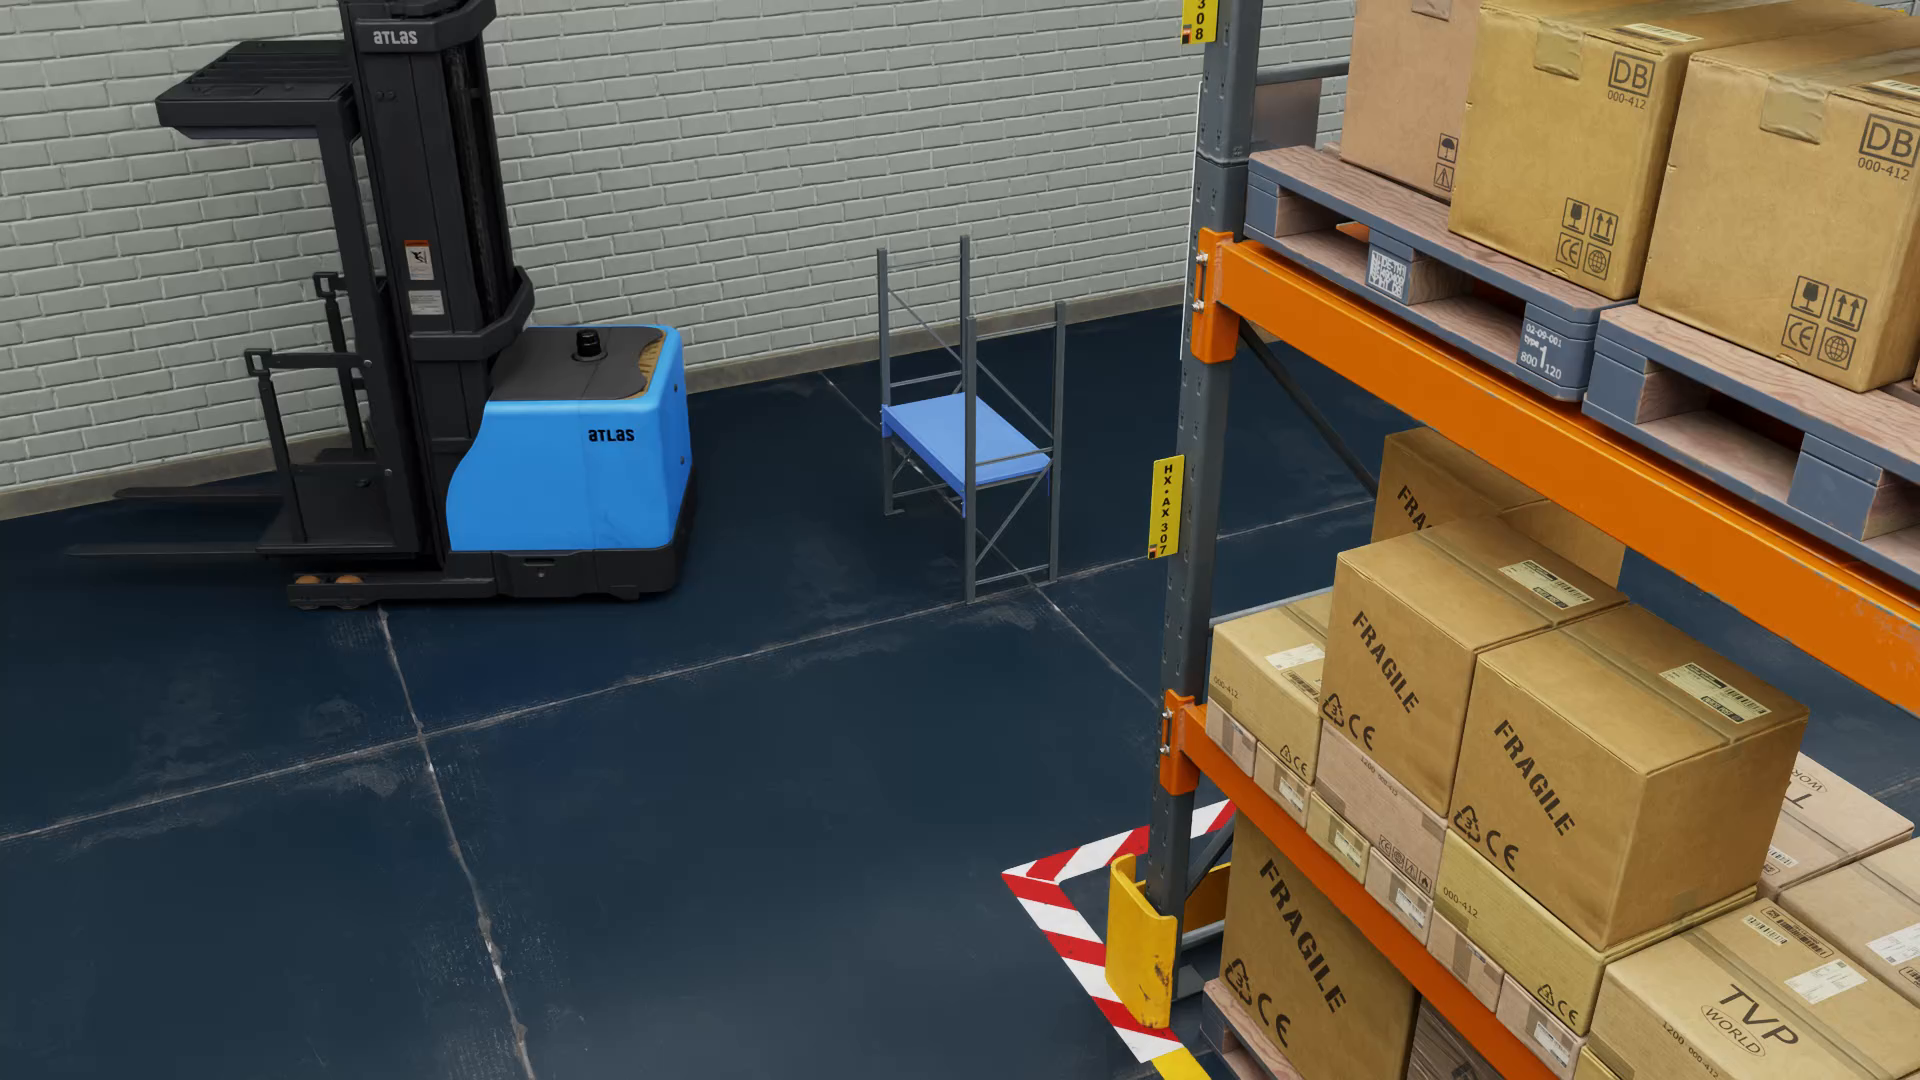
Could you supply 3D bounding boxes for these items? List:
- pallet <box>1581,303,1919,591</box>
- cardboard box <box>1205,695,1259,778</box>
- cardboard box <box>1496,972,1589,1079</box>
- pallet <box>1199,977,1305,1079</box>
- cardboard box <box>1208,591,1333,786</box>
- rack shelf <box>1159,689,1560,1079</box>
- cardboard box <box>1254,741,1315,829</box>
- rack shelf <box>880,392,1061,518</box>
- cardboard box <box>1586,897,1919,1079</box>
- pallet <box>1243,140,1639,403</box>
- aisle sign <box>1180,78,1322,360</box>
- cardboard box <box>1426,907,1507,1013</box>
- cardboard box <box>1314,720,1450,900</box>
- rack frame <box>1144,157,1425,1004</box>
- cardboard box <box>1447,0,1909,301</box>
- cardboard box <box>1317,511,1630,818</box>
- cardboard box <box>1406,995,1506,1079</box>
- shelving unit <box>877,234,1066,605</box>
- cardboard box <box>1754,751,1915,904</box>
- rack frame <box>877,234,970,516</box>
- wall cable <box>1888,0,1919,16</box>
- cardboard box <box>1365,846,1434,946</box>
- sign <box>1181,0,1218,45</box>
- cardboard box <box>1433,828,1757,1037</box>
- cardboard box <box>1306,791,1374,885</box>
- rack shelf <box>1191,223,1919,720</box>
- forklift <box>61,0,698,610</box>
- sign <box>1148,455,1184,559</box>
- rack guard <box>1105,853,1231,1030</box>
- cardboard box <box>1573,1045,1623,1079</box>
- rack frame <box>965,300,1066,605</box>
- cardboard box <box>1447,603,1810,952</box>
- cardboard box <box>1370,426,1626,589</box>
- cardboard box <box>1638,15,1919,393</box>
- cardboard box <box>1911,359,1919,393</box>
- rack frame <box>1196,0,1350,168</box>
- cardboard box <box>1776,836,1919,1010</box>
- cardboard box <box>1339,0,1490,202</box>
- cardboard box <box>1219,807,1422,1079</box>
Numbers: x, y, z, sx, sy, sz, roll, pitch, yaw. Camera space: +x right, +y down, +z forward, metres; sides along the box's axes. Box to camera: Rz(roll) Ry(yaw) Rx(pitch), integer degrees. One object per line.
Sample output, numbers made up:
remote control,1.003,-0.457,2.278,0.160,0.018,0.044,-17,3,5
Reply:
pallet,1.965,-0.201,3.065,1.003,0.211,1.213,-13,32,-22
cardboard box,0.963,0.539,4.978,0.380,0.149,0.250,-13,32,-21
cardboard box,1.518,1.107,3.966,0.380,0.149,0.250,-13,32,-23
pallet,1.523,1.757,5.401,1.003,0.211,1.213,-13,32,-22
cardboard box,1.071,0.408,4.805,0.500,0.250,0.500,-14,32,-23
rack shelf,1.968,1.401,3.920,1.077,0.370,4.000,-13,32,-22
cardboard box,1.075,0.652,4.777,0.380,0.149,0.250,-14,32,-23
rack shelf,0.037,-0.460,8.404,0.538,0.185,1.000,-13,32,-22
cardboard box,1.742,1.088,3.591,0.500,0.250,0.500,-14,32,-23
pallet,1.437,-0.740,4.027,1.003,0.211,1.213,-13,32,-22
aisle sign,0.807,-0.899,4.628,0.394,0.787,0.004,-13,32,-22
cardboard box,1.406,0.993,4.169,0.380,0.149,0.250,-14,32,-23
cardboard box,1.300,0.636,4.398,0.500,0.250,0.500,-13,32,-23
rack frame,1.109,0.204,5.320,1.000,3.000,0.127,-13,32,-22
cardboard box,1.513,-0.883,3.557,0.700,0.500,0.500,-14,32,-24
cardboard box,1.286,0.302,4.227,0.500,0.500,0.500,-14,32,-23
cardboard box,1.847,1.615,4.546,0.875,0.875,0.875,-13,32,-22
shelving unit,0.037,-0.616,8.316,0.538,1.500,1.048,-13,32,-22
cardboard box,1.993,0.747,4.201,0.500,0.250,0.500,-14,32,-24
rack frame,-0.182,-0.841,8.716,0.500,1.500,0.032,-13,32,-22
wall cable,7.618,-4.820,13.208,0.585,1.953,0.123,-13,32,-22
cardboard box,1.298,0.880,4.370,0.380,0.149,0.250,-14,32,-23
sign,0.605,-1.407,4.150,0.100,0.325,0.005,-13,32,-22
cardboard box,1.513,0.859,4.000,0.500,0.250,0.500,-14,32,-24
cardboard box,1.185,0.765,4.575,0.380,0.149,0.250,-14,32,-23
rack shelf,1.968,0.093,3.187,1.077,0.370,4.000,-13,32,-22
forklift,-2.918,-1.199,7.891,3.031,2.935,1.130,-1,29,-1
sign,0.605,-0.095,4.886,0.100,0.325,0.005,-13,32,-22
rack guard,1.099,1.283,5.950,1.175,0.500,0.348,-13,32,-22
cardboard box,1.625,1.219,3.767,0.380,0.149,0.250,-14,32,-23
rack frame,0.255,-0.392,7.916,0.500,1.500,0.032,-13,32,-22
cardboard box,1.514,0.529,3.821,0.500,0.500,0.500,-14,32,-23
cardboard box,1.556,-0.028,4.815,0.500,0.500,0.500,-13,32,-21
cardboard box,1.779,-0.664,3.167,0.700,0.500,0.500,-15,33,-25
cardboard box,2.113,-0.440,2.768,0.700,0.500,0.500,-12,31,-20
rack frame,1.109,-2.413,3.853,1.000,3.000,0.127,-13,32,-22
cardboard box,2.220,0.976,3.792,0.500,0.250,0.500,-13,32,-22
cardboard box,1.381,-1.157,4.045,0.700,0.500,0.500,-15,33,-25
cardboard box,1.456,1.213,5.263,0.875,0.875,0.875,-13,32,-22
